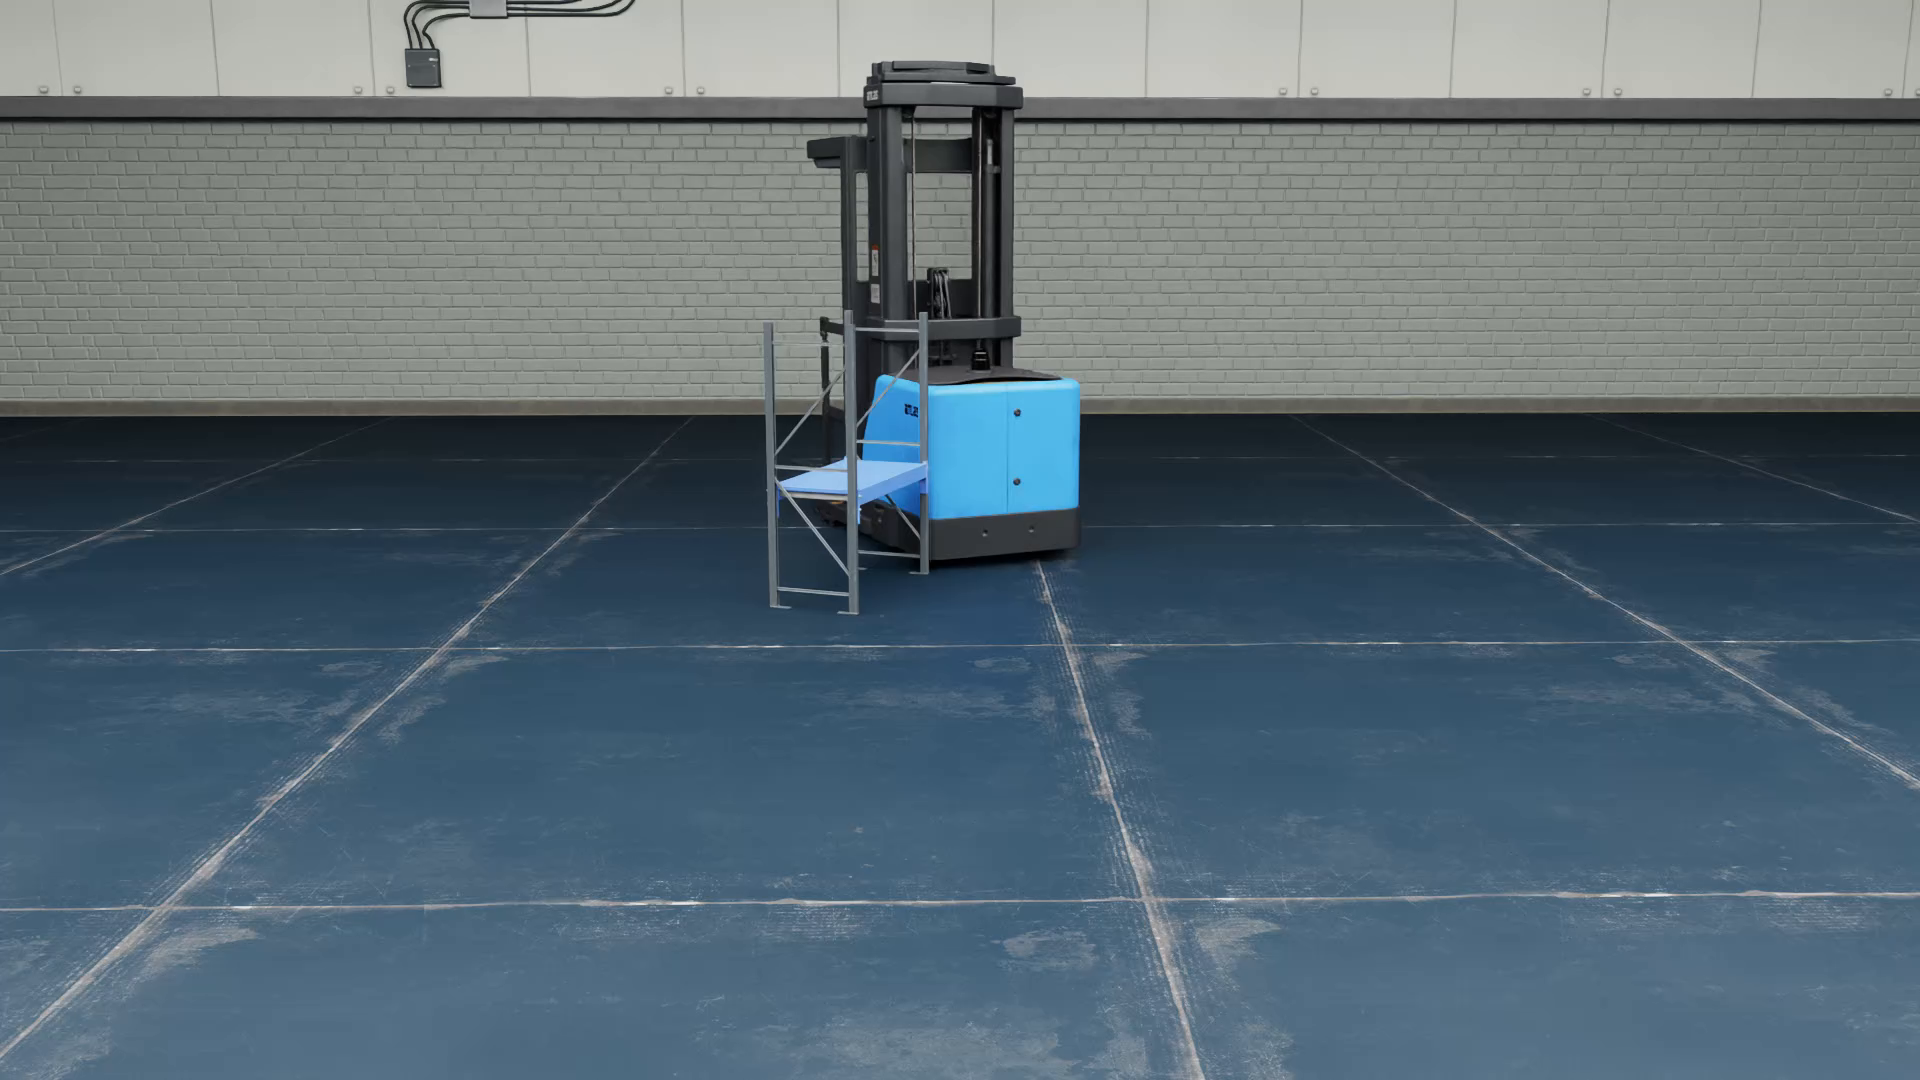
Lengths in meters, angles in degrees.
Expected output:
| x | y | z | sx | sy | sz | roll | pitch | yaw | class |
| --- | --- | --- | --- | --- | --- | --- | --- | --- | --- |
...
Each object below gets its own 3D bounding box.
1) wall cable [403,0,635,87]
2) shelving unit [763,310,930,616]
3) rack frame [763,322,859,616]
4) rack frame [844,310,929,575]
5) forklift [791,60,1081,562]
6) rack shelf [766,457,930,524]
| x | y | z | sx | sy | sz | roll | pitch | yaw | class |
| --- | --- | --- | --- | --- | --- | --- | --- | --- | --- |
| -4.175 | -7.324 | 15.476 | 2.305 | 6.003 | 0.169 | 0 | 11 | -1 | wall cable |
| -0.592 | -0.458 | 9.042 | 0.538 | 1.500 | 1.048 | 4 | 12 | 20 | shelving unit |
| -0.765 | -0.362 | 8.574 | 0.500 | 1.500 | 0.032 | 4 | 12 | 20 | rack frame |
| -0.418 | -0.553 | 9.510 | 0.500 | 1.500 | 0.032 | 4 | 12 | 20 | rack frame |
| -0.332 | -1.559 | 10.873 | 1.130 | 2.935 | 3.031 | -5 | 13 | -23 | forklift |
| -0.592 | -0.281 | 9.078 | 0.538 | 0.185 | 1.000 | 4 | 12 | 20 | rack shelf |
